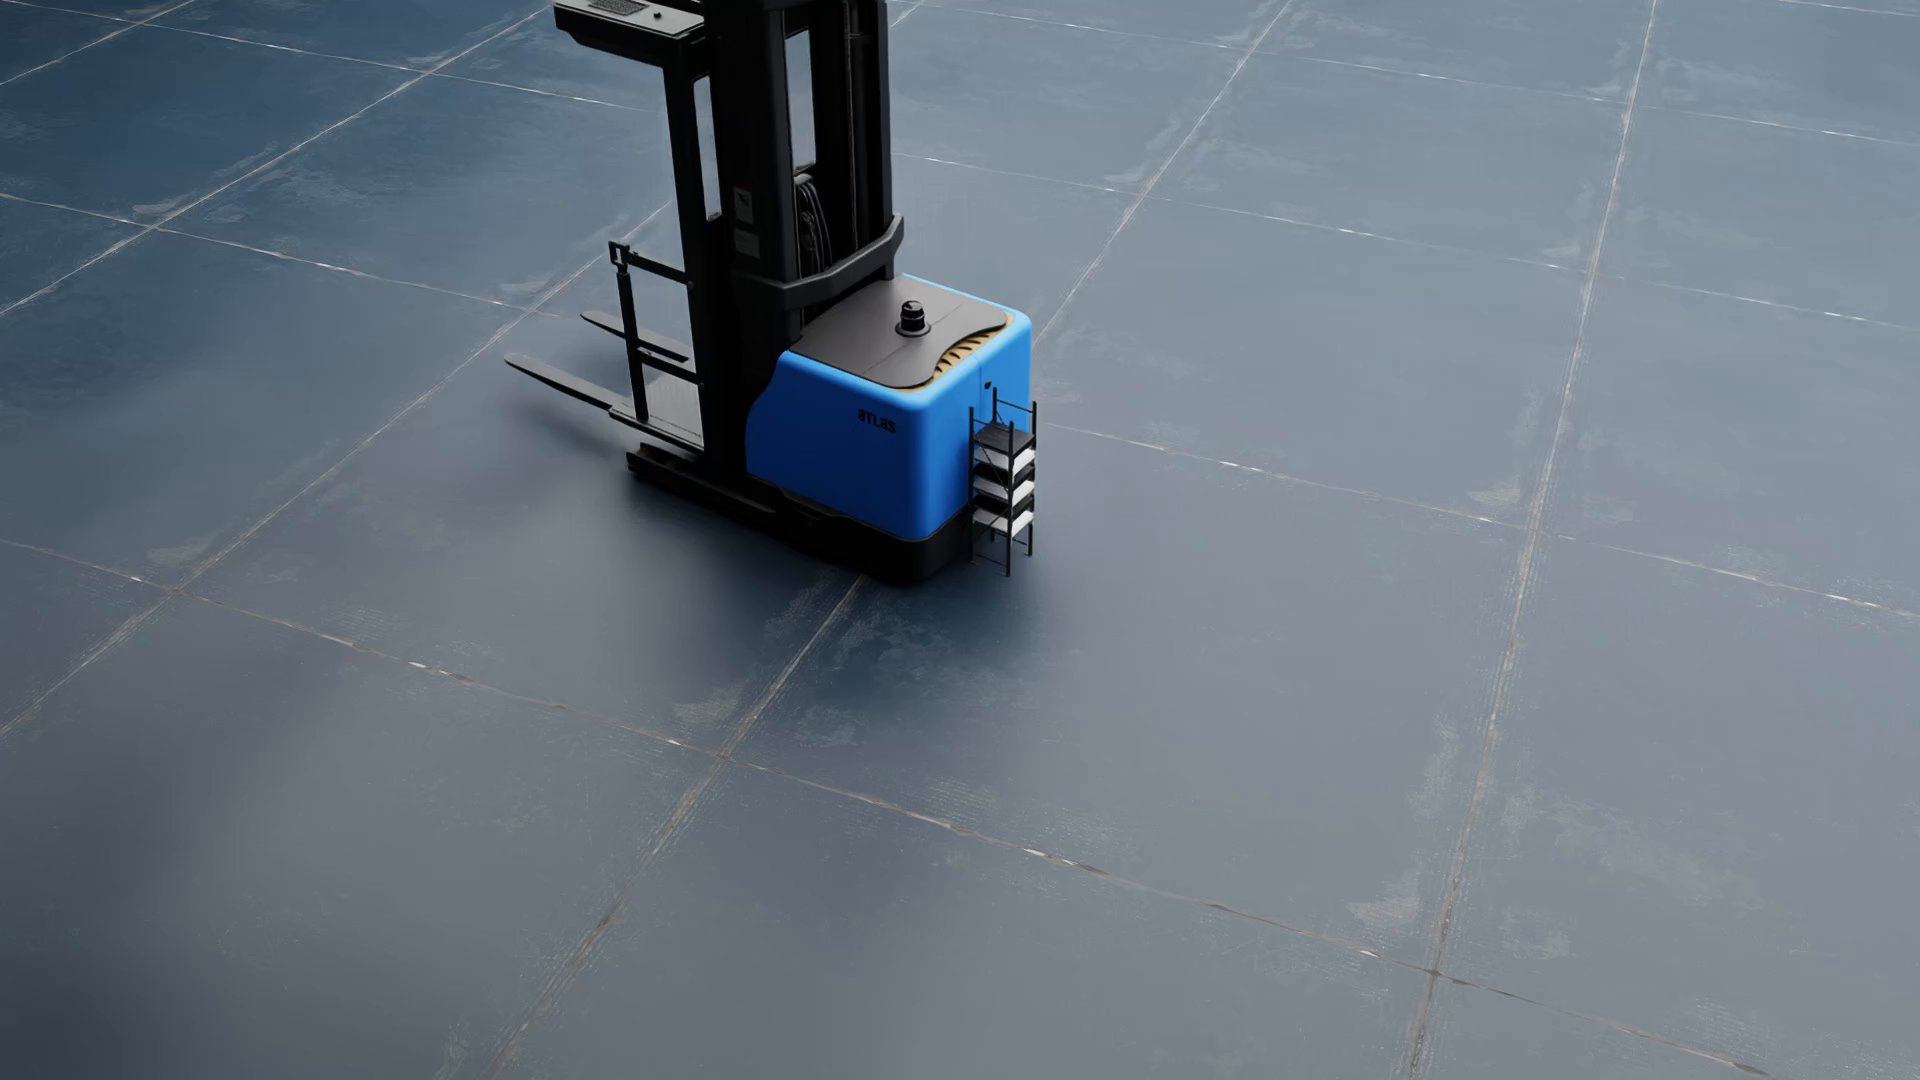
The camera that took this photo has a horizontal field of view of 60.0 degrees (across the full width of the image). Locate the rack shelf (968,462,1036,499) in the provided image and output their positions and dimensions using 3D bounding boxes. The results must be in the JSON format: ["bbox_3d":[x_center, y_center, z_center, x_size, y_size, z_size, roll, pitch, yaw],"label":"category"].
[{"bbox_3d":[0.200,-0.312,7.923,0.258,0.077,0.200,22,42,26],"label":"rack shelf"}]

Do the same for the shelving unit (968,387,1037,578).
[{"bbox_3d":[0.200,-0.267,7.957,0.258,0.900,0.210,22,42,26],"label":"shelving unit"}]

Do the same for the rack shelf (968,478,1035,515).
[{"bbox_3d":[0.200,-0.240,7.977,0.258,0.077,0.200,22,42,26],"label":"rack shelf"}]

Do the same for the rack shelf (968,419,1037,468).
[{"bbox_3d":[0.200,-0.457,7.815,0.258,0.077,0.200,22,42,26],"label":"rack shelf"}]

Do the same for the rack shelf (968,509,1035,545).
[{"bbox_3d":[0.200,-0.096,8.085,0.258,0.077,0.200,22,42,26],"label":"rack shelf"}]

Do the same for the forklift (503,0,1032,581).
[{"bbox_3d":[-1.140,-1.667,8.133,3.031,2.935,1.130,23,42,27],"label":"forklift"}]

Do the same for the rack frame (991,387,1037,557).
[{"bbox_3d":[0.256,-0.318,8.025,0.240,0.900,0.006,22,42,26],"label":"rack frame"}]

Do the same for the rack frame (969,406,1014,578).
[{"bbox_3d":[0.144,-0.216,7.889,0.240,0.900,0.006,22,42,26],"label":"rack frame"}]

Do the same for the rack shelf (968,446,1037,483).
[{"bbox_3d":[0.200,-0.384,7.869,0.258,0.077,0.200,22,42,26],"label":"rack shelf"}]

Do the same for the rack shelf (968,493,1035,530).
[{"bbox_3d":[0.200,-0.168,8.031,0.258,0.077,0.200,22,42,26],"label":"rack shelf"}]
